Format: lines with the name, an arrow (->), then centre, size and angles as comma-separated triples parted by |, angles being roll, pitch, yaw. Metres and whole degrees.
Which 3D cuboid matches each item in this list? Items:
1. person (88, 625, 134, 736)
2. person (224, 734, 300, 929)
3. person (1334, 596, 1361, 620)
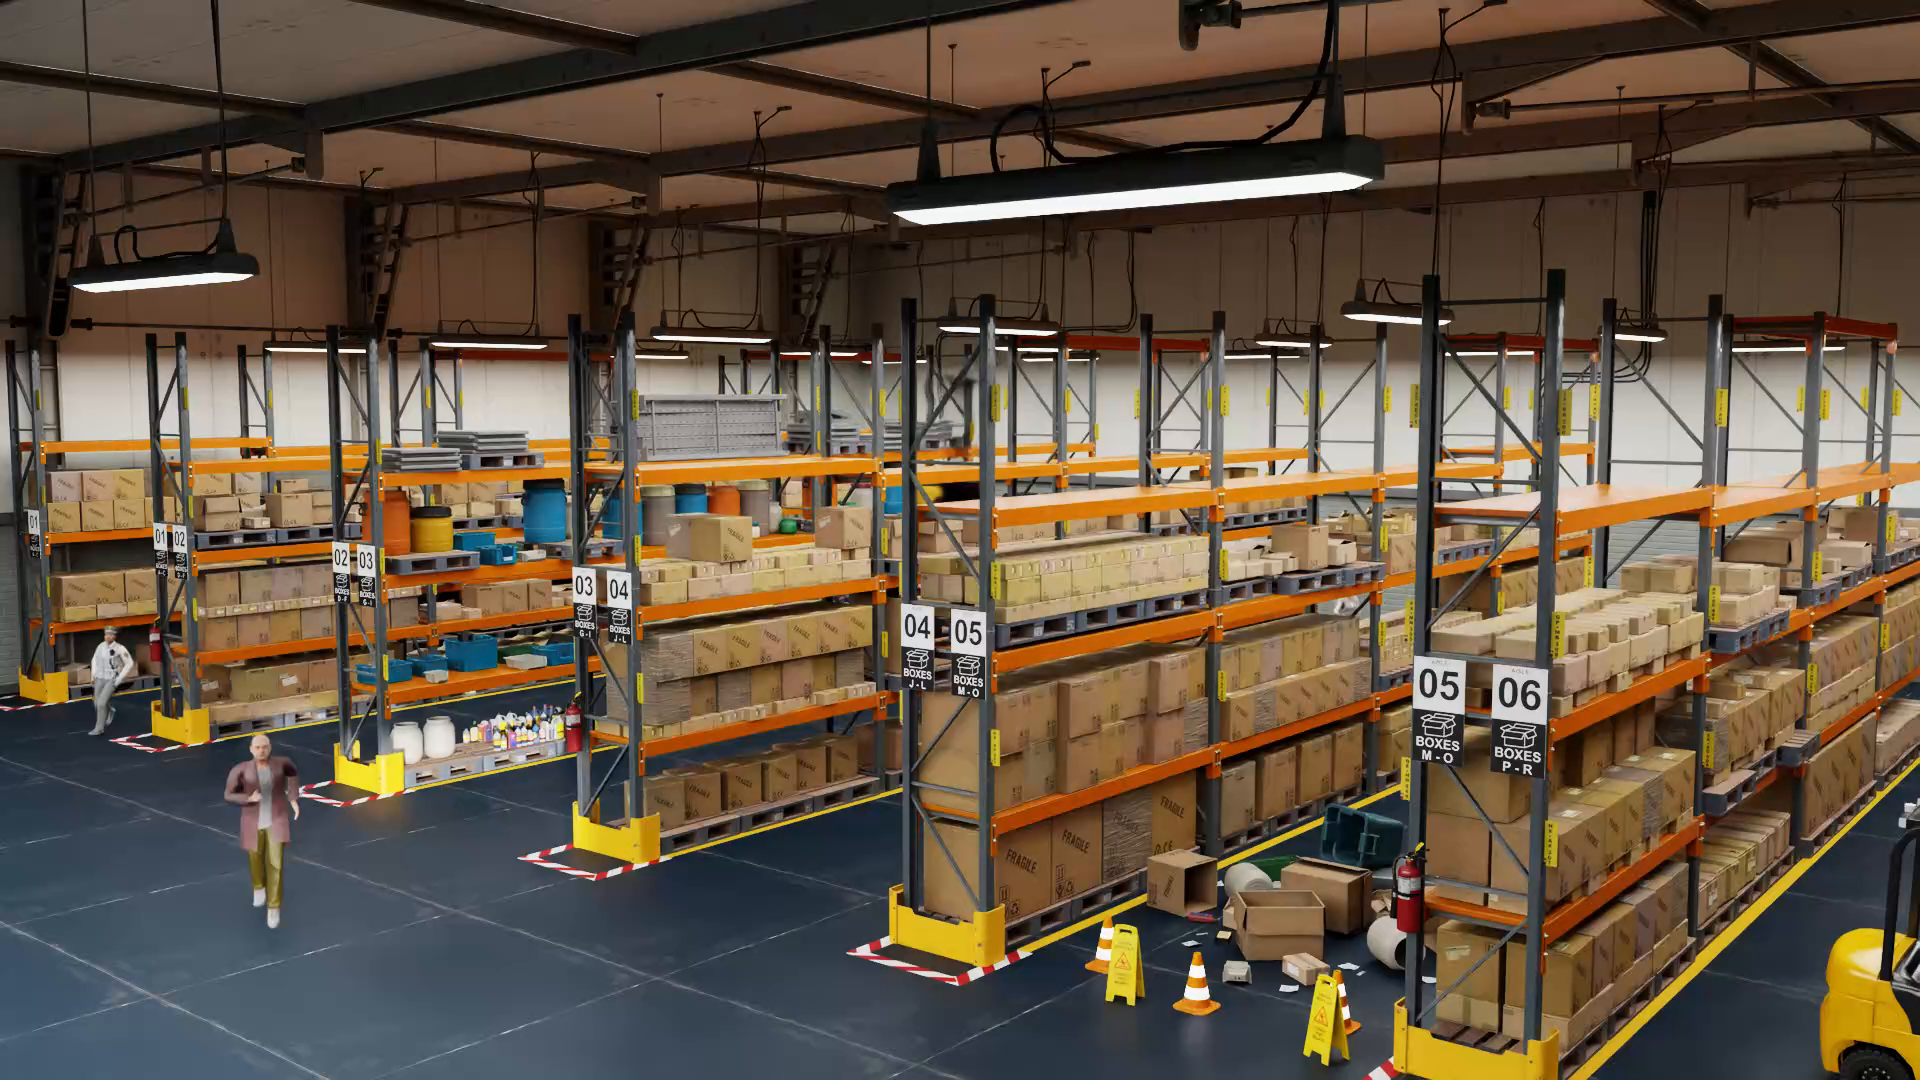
person -> -12.788, 2.088, 25.101 | 0.661, 1.646, 0.665 | 1, 5, 6
person -> -6.828, 2.794, 16.300 | 0.680, 1.822, 0.977 | -2, 6, -23
person -> 7.282, 1.596, 31.266 | 0.552, 1.570, 0.601 | -1, 5, -11
